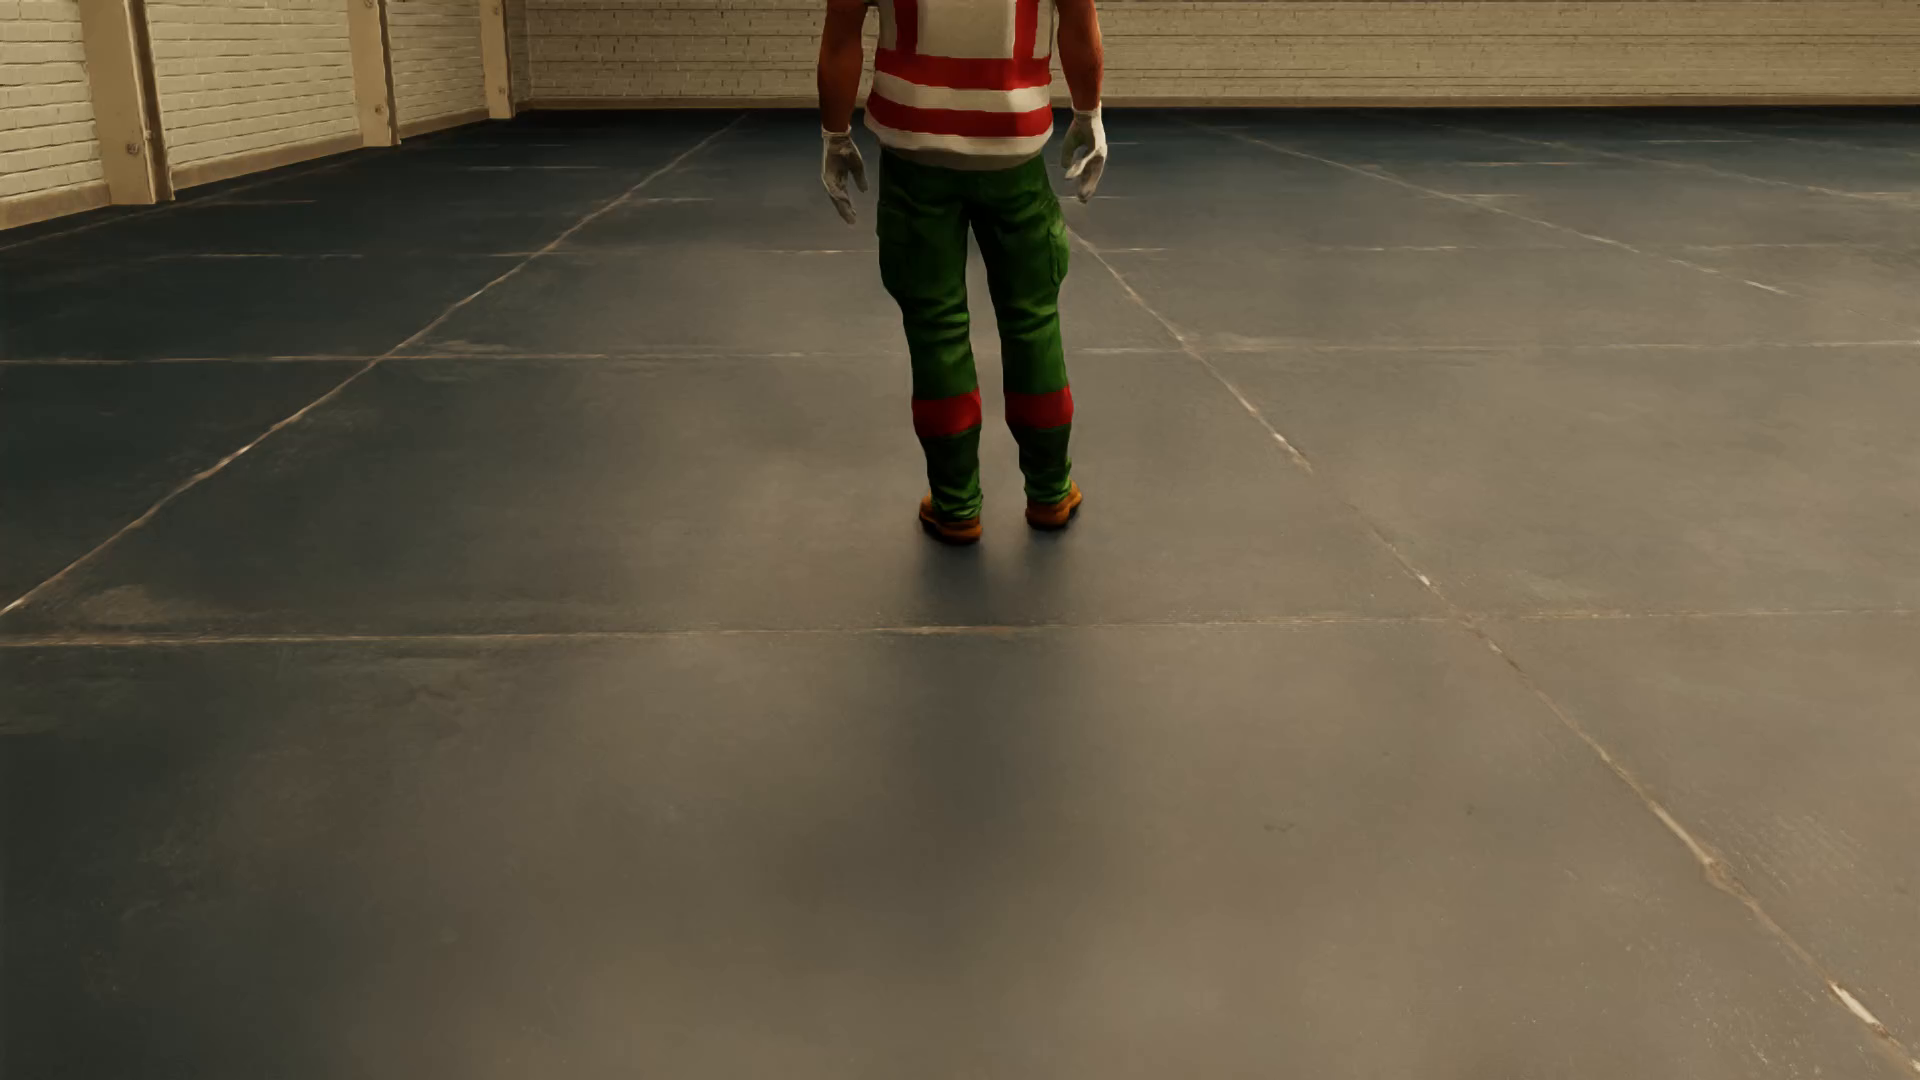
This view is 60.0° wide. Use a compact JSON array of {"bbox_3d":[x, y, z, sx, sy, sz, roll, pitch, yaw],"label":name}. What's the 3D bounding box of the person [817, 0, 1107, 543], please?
[{"bbox_3d":[0.007,-0.886,3.732,0.637,1.787,0.563,-1,17,-3],"label":"person"}]
